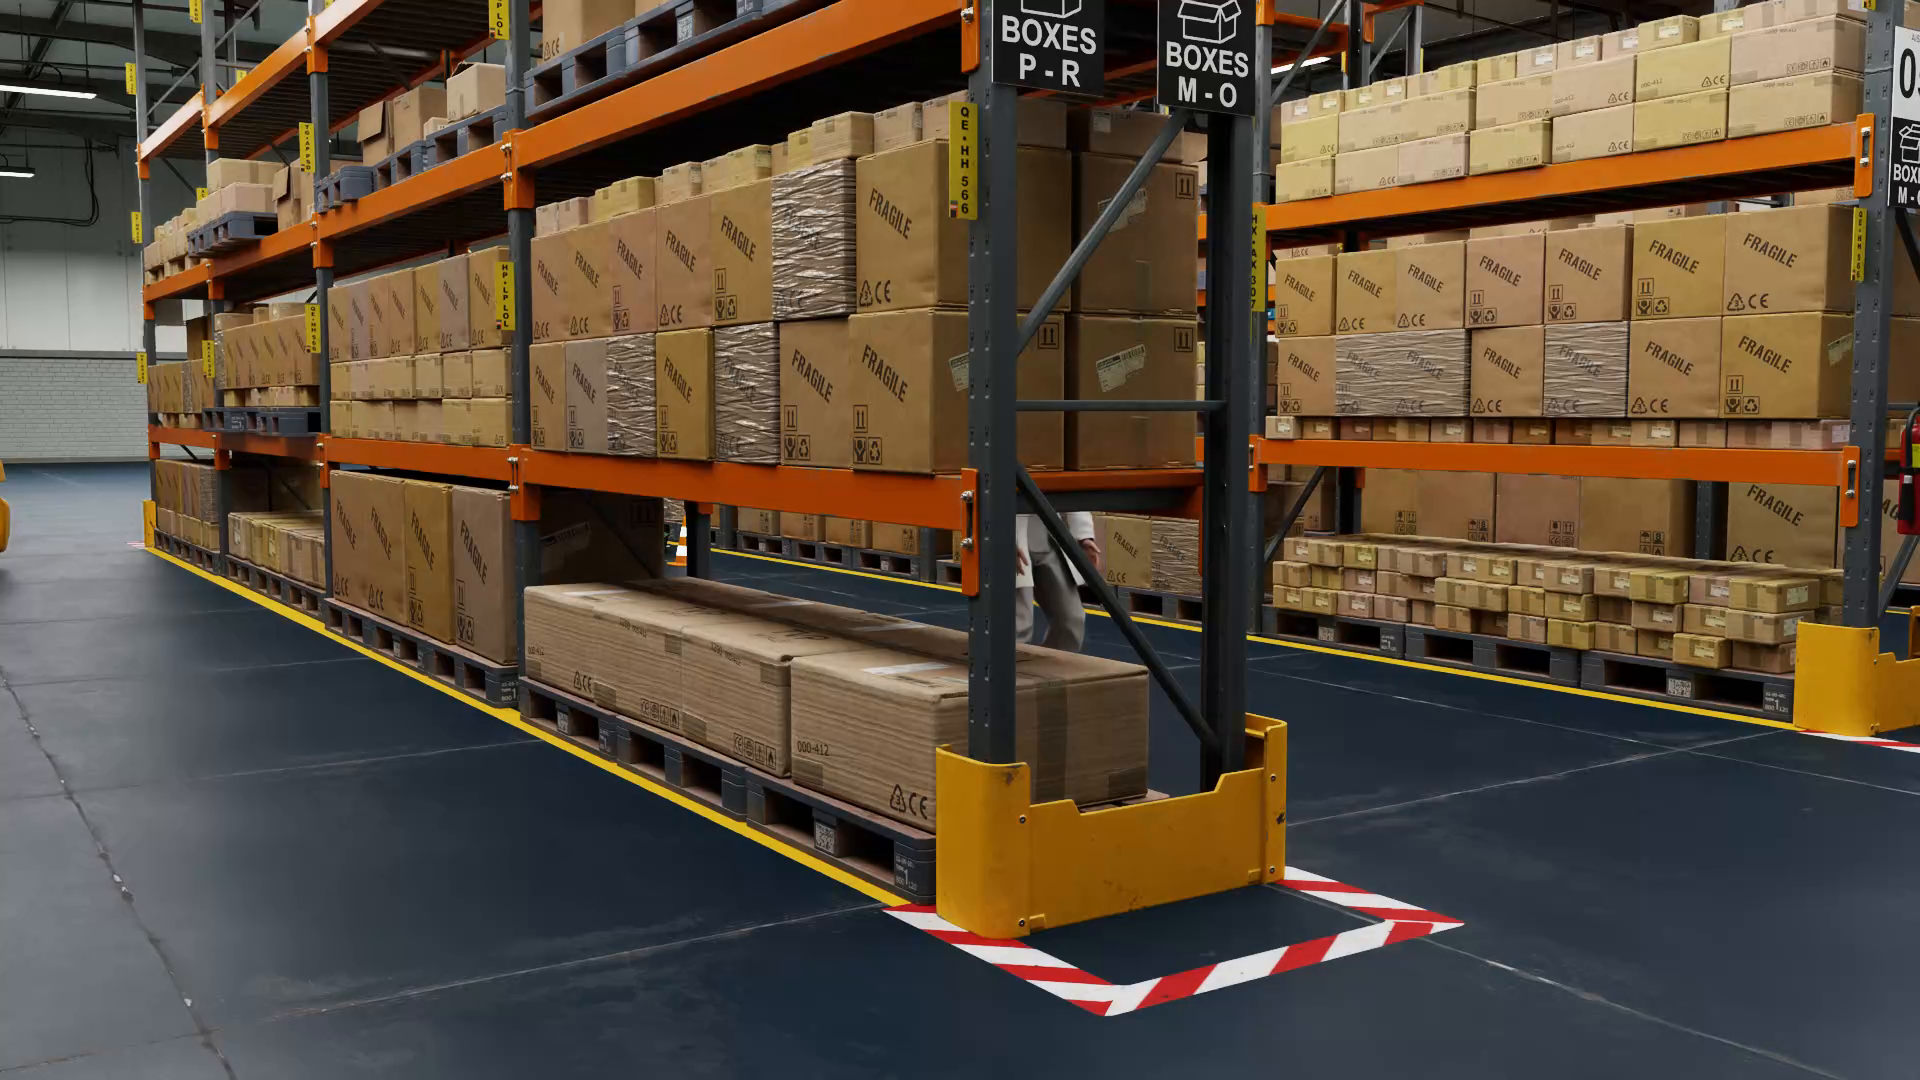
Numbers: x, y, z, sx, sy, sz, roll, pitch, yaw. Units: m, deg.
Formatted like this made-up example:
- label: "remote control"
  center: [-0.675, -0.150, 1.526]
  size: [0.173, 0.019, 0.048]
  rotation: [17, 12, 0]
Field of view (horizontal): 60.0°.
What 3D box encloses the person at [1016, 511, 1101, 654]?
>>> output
- label: "person"
  center: [0.348, 0.045, 7.742]
  size: [0.599, 1.703, 0.459]
  rotation: [-3, 5, -32]
